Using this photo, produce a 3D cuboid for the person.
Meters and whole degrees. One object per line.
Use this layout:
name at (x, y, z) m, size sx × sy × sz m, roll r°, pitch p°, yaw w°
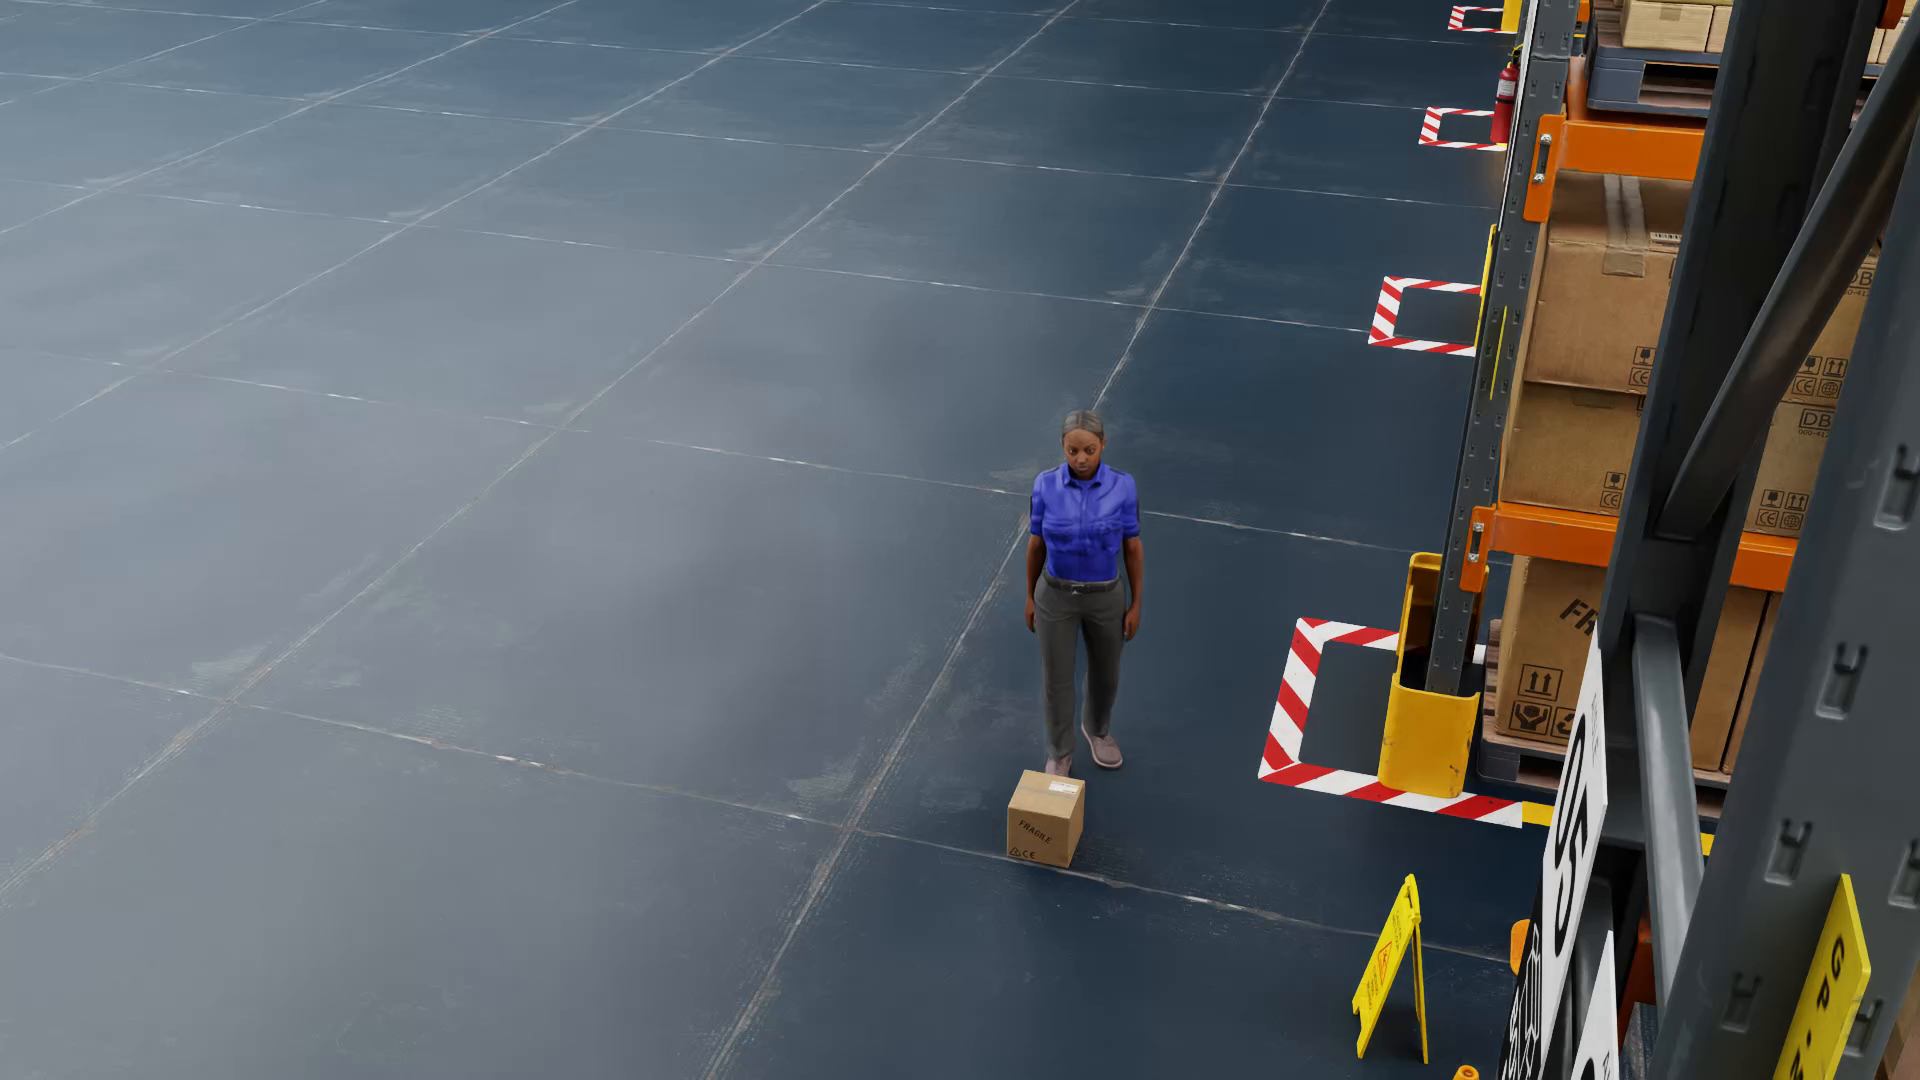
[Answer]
person at (0.495, 0.242, 6.691) m, size 0.471 × 1.665 × 0.493 m, roll 2°, pitch 29°, yaw 4°
